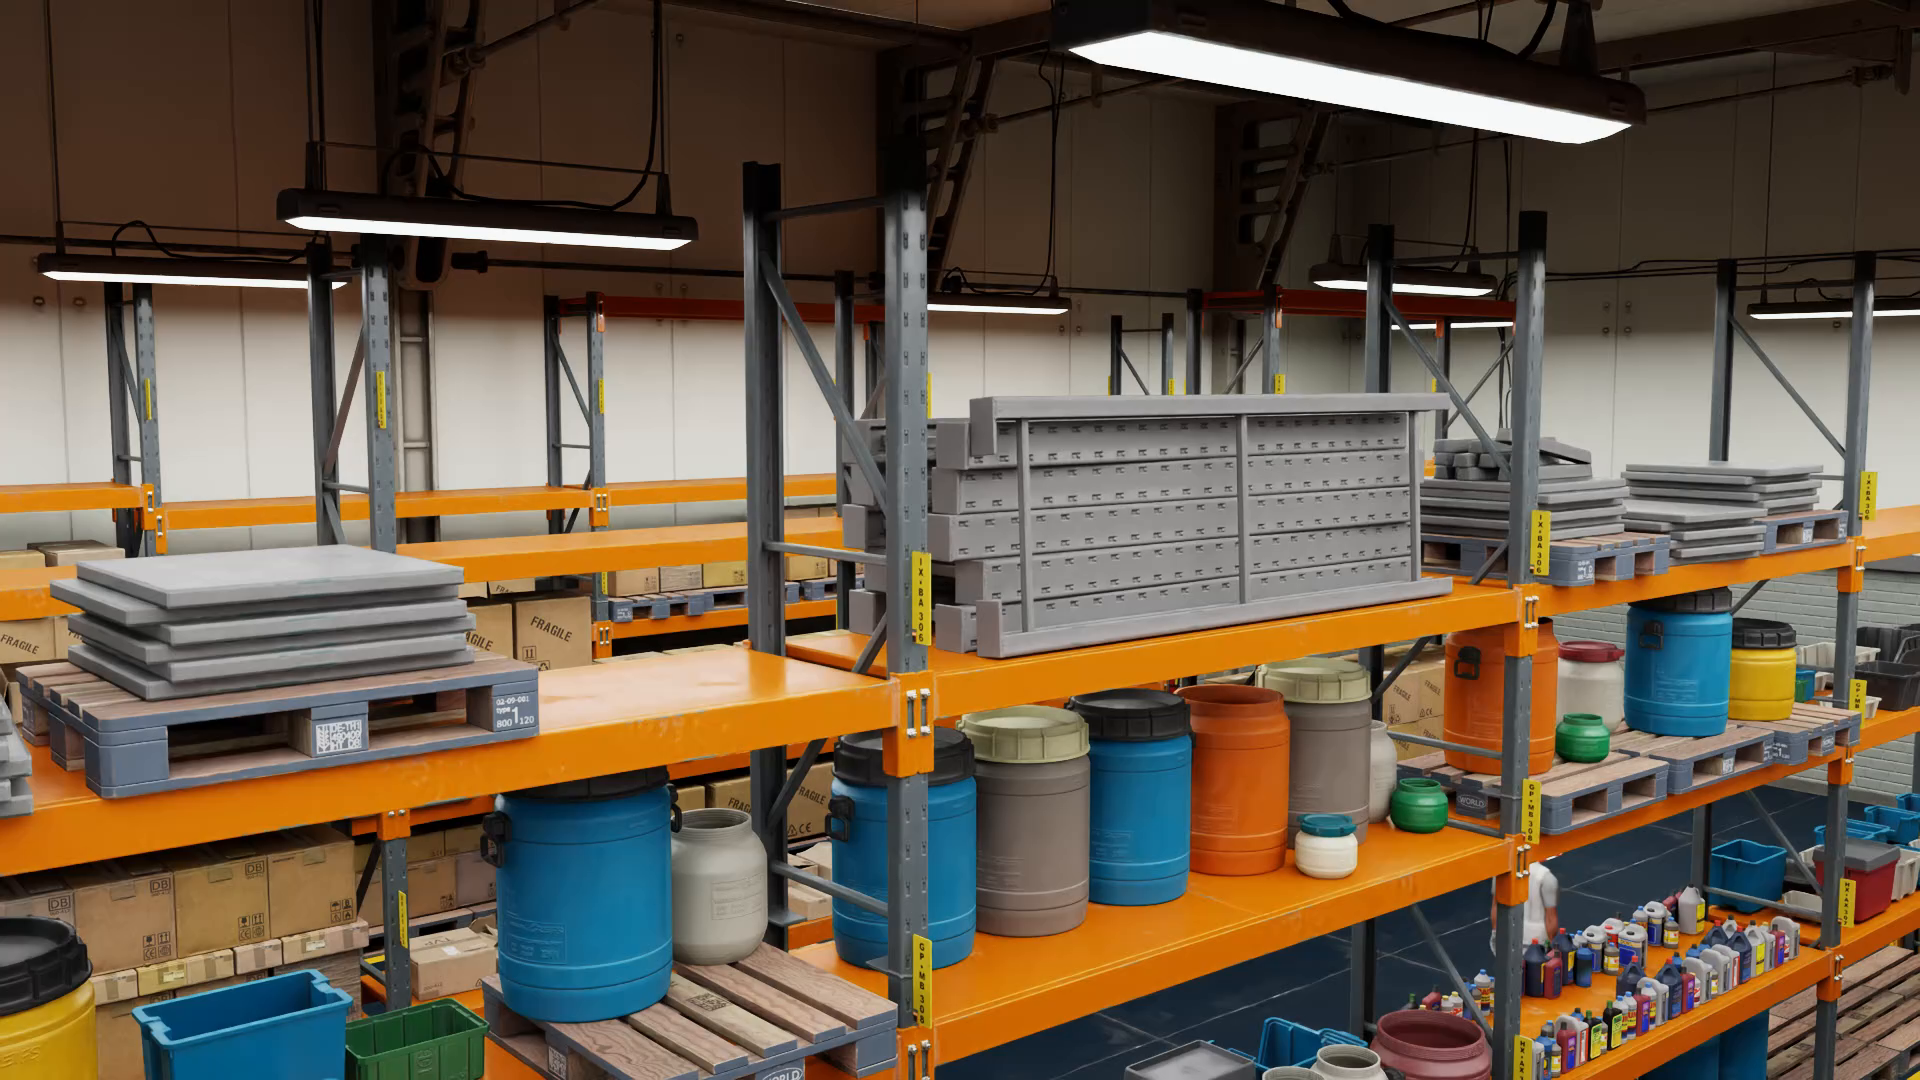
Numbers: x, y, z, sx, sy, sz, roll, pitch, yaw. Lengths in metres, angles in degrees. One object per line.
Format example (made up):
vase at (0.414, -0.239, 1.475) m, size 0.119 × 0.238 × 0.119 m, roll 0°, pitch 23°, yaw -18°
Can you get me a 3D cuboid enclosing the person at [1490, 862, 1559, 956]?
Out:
person at (4.304, 3.066, 12.671) m, size 0.551 × 1.787 × 0.573 m, roll -5°, pitch 7°, yaw -41°
